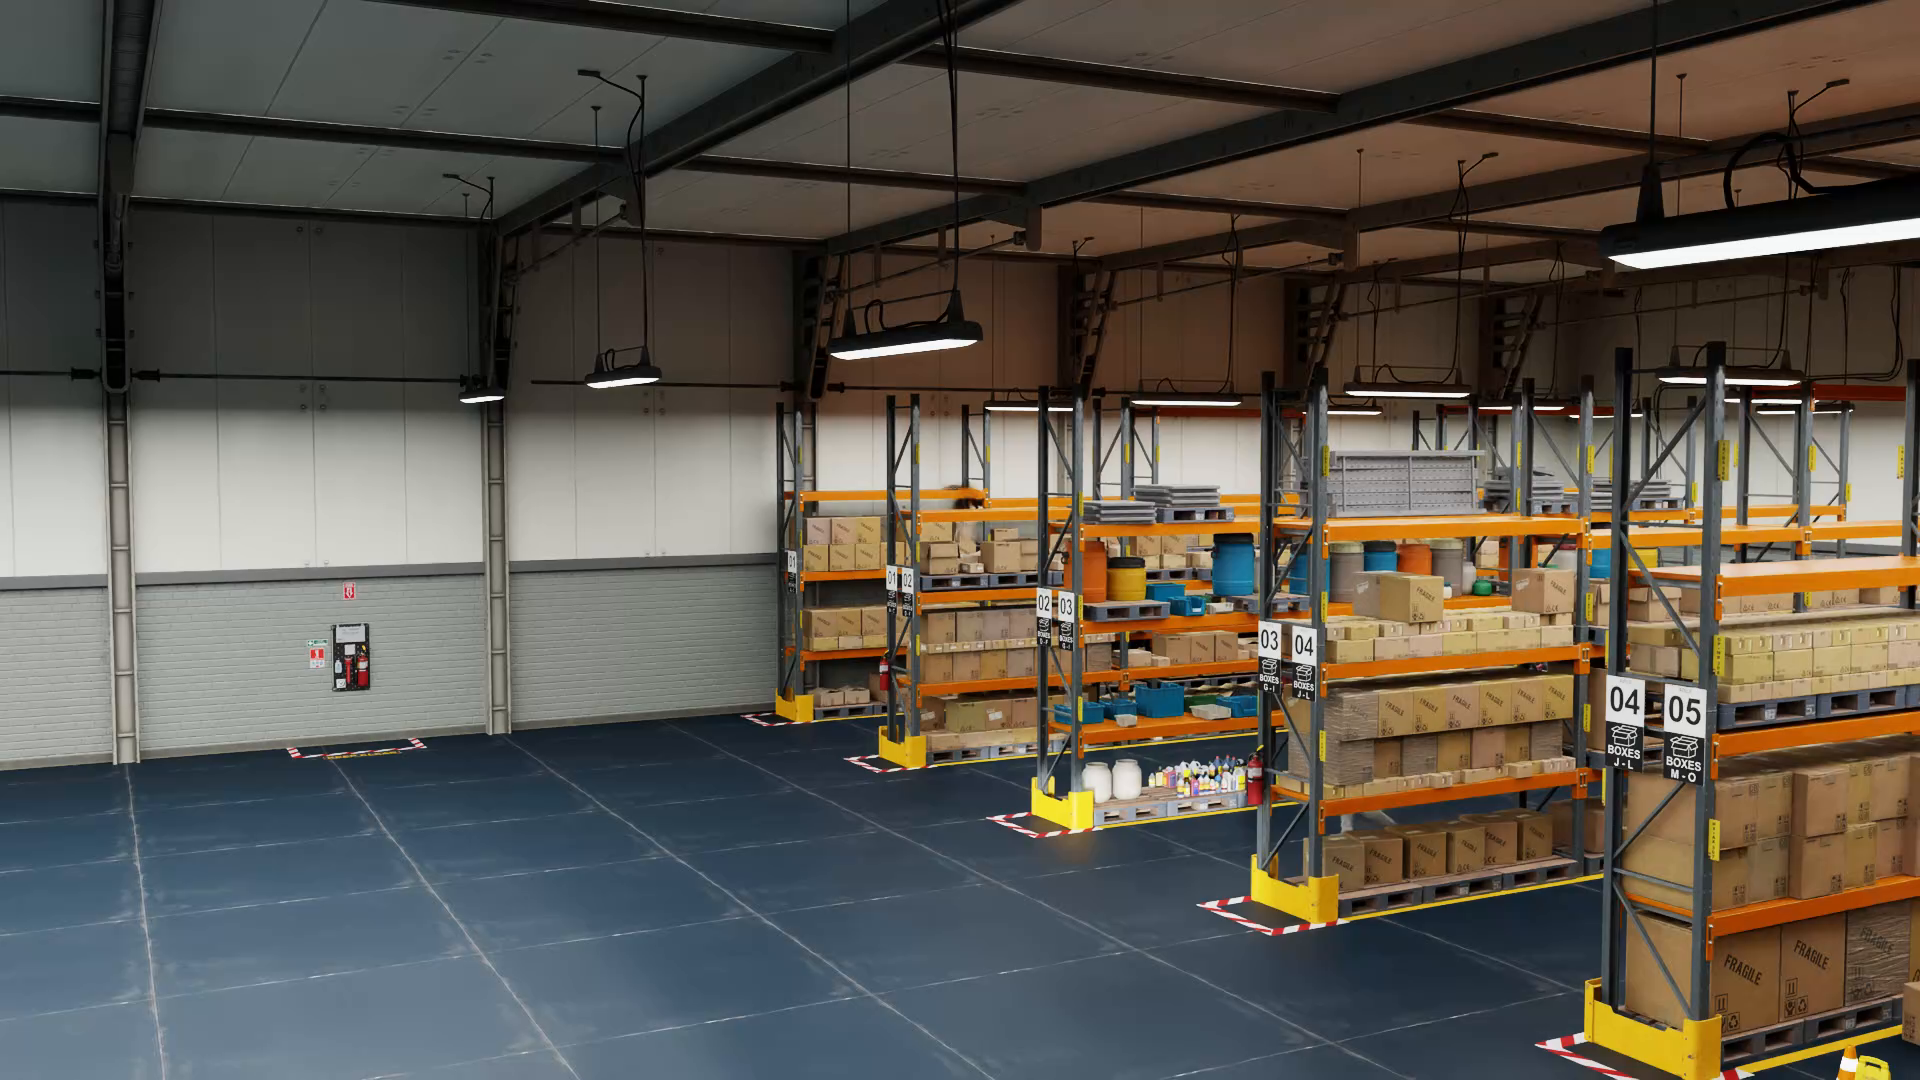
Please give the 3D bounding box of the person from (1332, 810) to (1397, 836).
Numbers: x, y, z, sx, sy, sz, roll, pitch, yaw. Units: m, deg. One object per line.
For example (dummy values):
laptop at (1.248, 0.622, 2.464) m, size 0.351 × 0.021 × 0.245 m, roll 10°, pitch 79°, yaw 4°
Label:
person at (5.261, 3.111, 21.654) m, size 0.830 × 1.628 × 0.475 m, roll -1°, pitch 3°, yaw -9°
